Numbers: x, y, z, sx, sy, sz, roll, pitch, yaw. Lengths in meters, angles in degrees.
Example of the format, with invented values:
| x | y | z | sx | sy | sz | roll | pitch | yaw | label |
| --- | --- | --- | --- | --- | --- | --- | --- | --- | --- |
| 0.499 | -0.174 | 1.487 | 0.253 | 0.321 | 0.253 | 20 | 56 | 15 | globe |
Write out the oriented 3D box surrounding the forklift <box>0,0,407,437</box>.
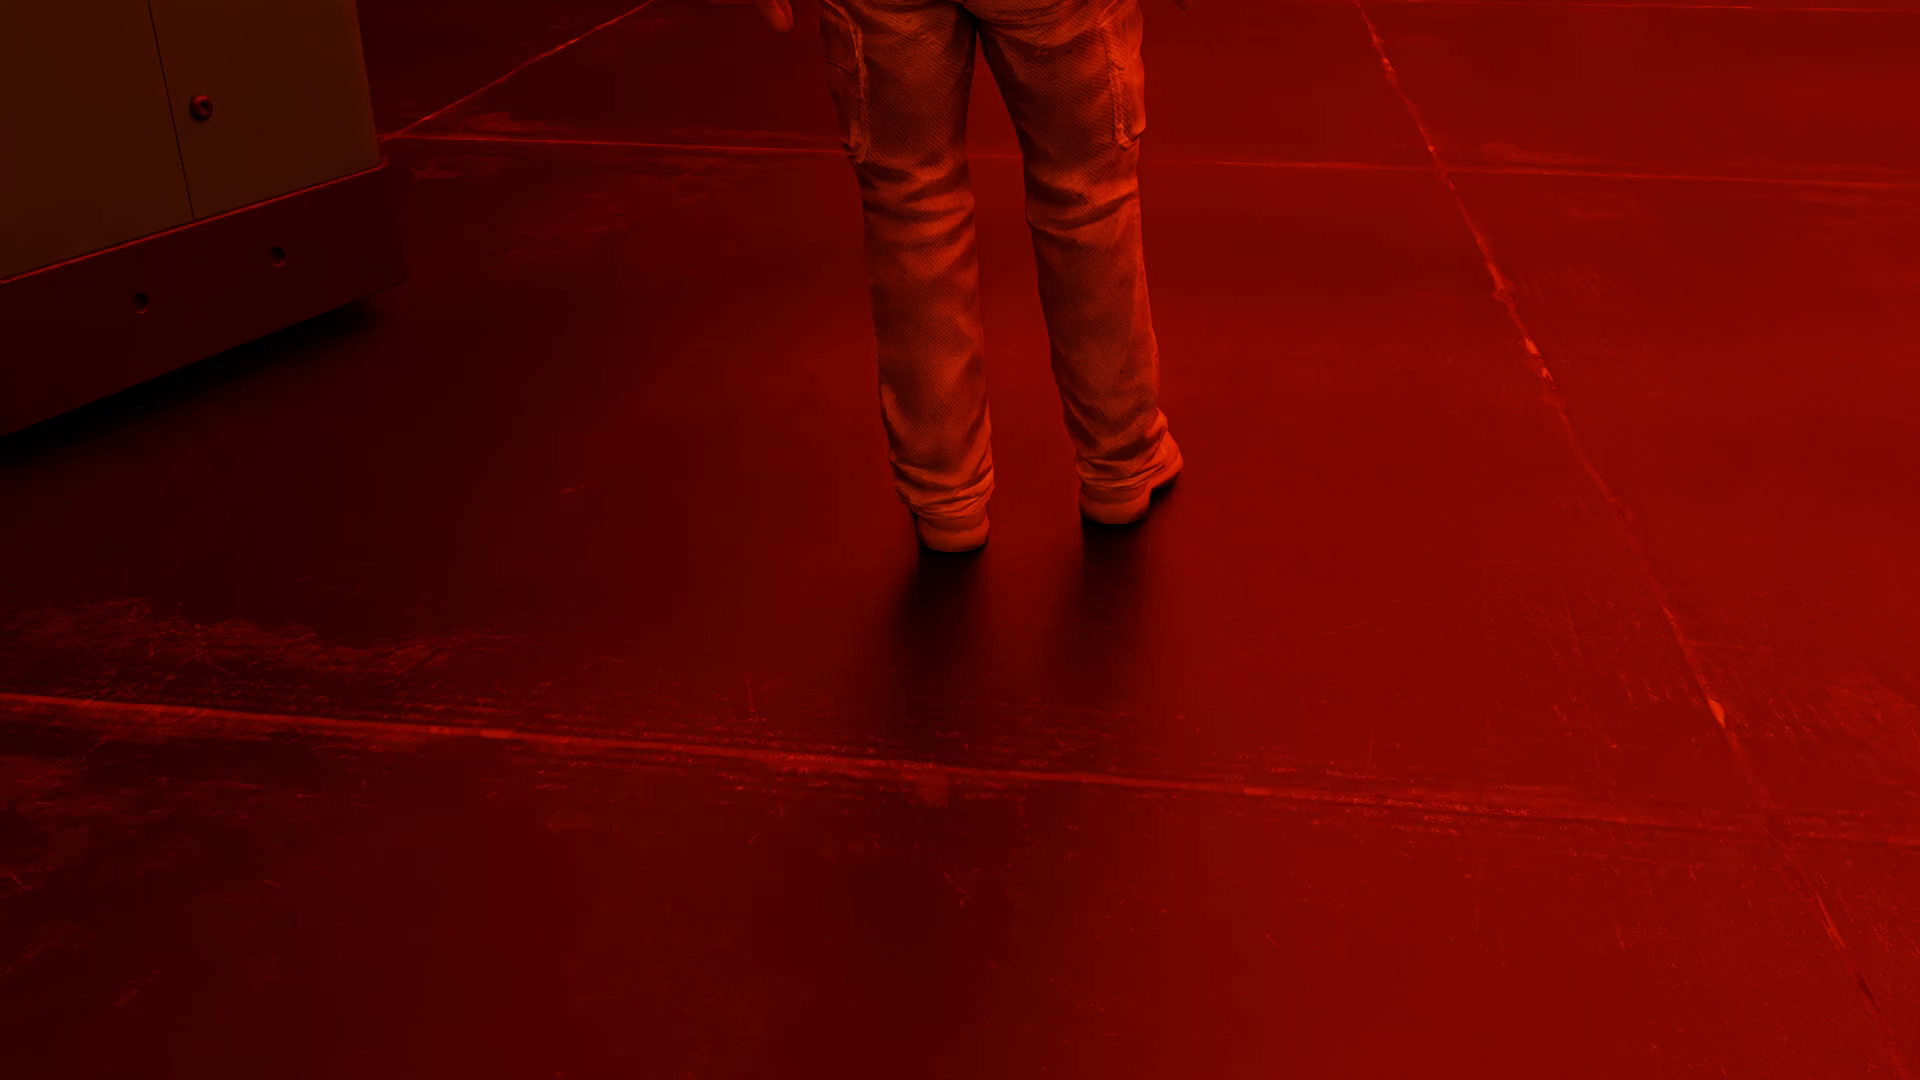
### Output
| x | y | z | sx | sy | sz | roll | pitch | yaw | label |
| --- | --- | --- | --- | --- | --- | --- | --- | --- | --- |
| -2.689 | -1.893 | 3.012 | 3.031 | 2.935 | 1.130 | 13 | 29 | 24 | forklift |

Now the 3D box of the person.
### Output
| x | y | z | sx | sy | sz | roll | pitch | yaw | label |
| --- | --- | --- | --- | --- | --- | --- | --- | --- | --- |
| 0.018 | -0.836 | 2.162 | 0.657 | 1.785 | 0.575 | 3 | 27 | 7 | person |
